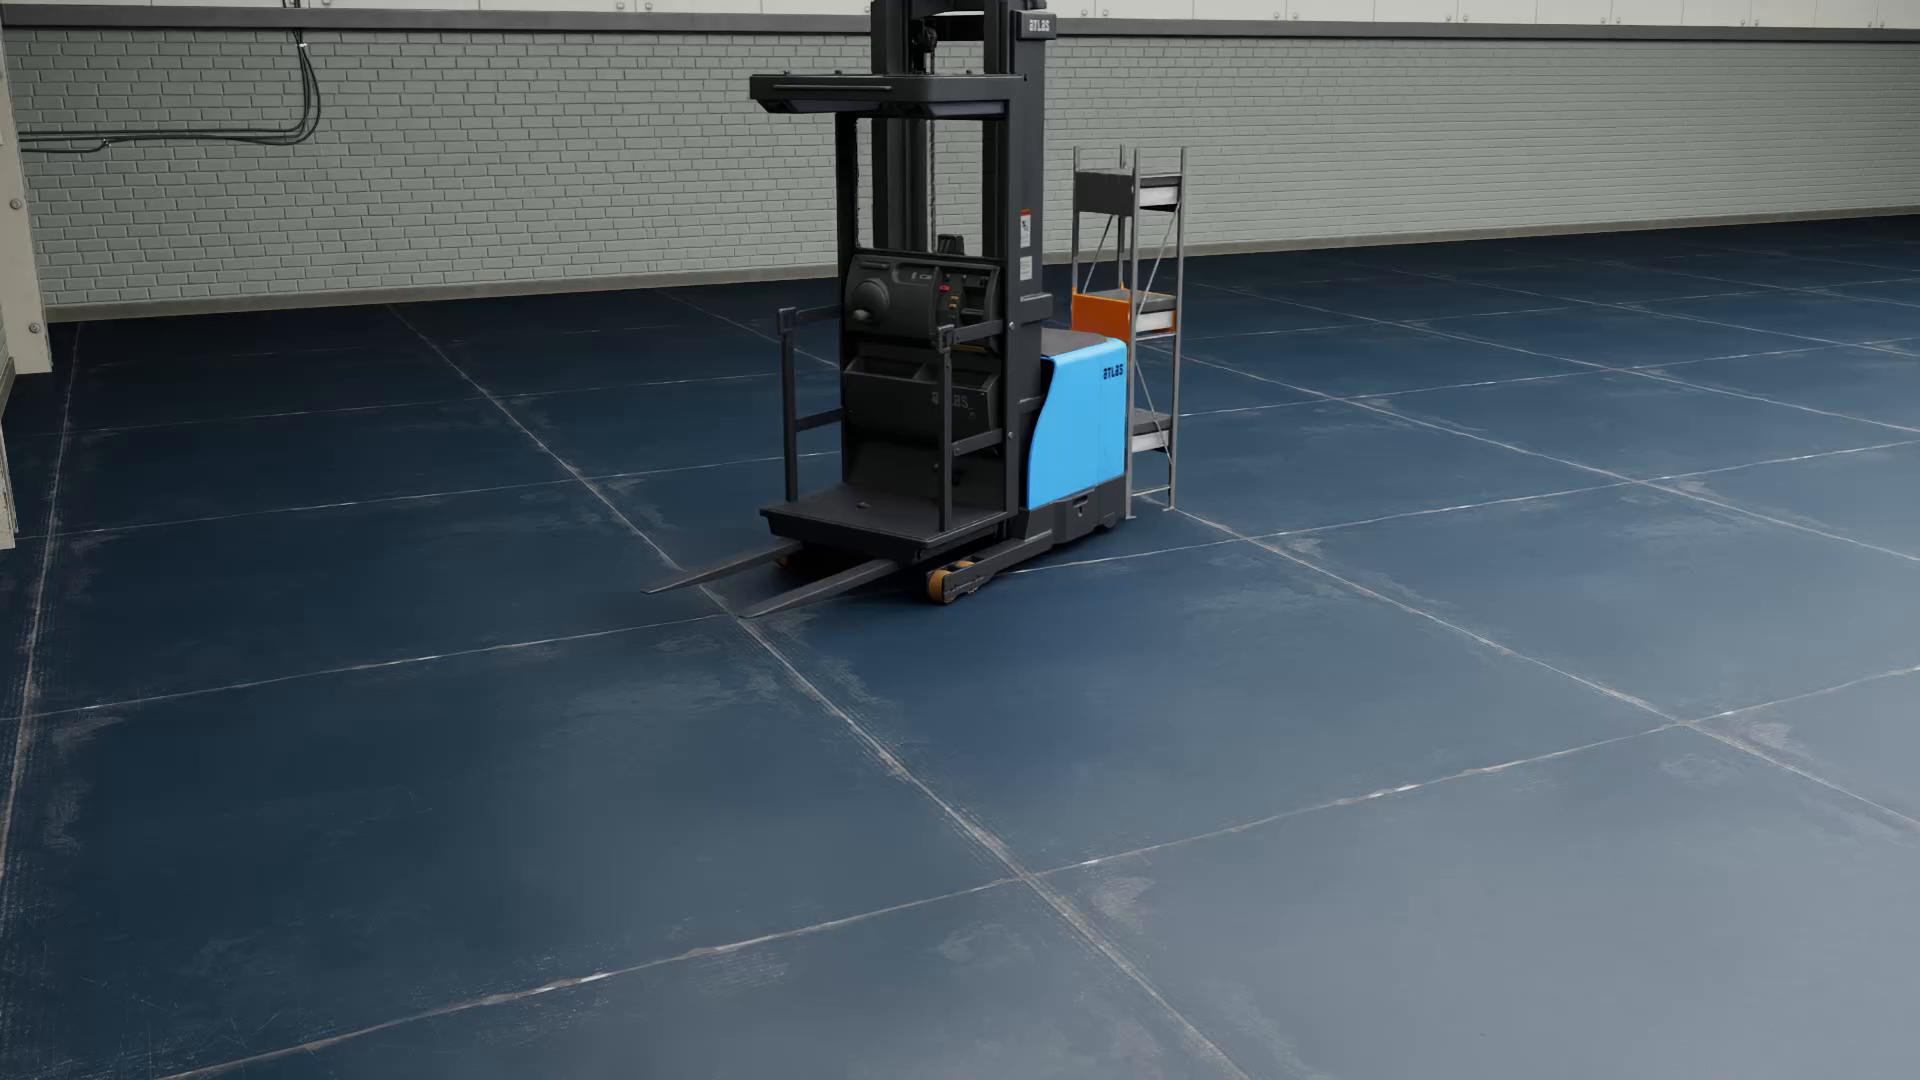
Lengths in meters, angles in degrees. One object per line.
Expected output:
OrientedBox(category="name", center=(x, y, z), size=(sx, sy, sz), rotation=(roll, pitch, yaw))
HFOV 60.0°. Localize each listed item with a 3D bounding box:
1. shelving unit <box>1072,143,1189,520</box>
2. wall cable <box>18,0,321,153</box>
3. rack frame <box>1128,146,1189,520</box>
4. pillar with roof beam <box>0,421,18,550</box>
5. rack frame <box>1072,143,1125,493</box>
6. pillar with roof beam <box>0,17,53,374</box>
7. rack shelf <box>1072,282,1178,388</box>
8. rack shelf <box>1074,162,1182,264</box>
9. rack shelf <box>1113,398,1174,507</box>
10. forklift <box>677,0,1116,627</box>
OrientedBox(category="shelving unit", center=(0.971, -1.214, 9.673), size=(0.431, 2.100, 0.503), rotation=(-14, 21, -40))
OrientedBox(category="wall cable", center=(-8.130, -5.198, 16.680), size=(3.097, 2.526, 0.112), rotation=(-8, 18, -25))
OrientedBox(category="rack frame", center=(1.133, -1.163, 9.497), size=(0.400, 2.100, 0.015), rotation=(-14, 21, -40))
OrientedBox(category="pillar with roof beam", center=(-1.529, -4.833, 9.777), size=(9.100, 9.000, 0.400), rotation=(-8, 18, -25))
OrientedBox(category="rack frame", center=(0.809, -1.264, 9.848), size=(0.400, 2.100, 0.015), rotation=(-14, 21, -40))
OrientedBox(category="pillar with roof beam", center=(-4.158, -6.321, 14.962), size=(9.100, 9.000, 0.400), rotation=(-8, 18, -25))
OrientedBox(category="rack shelf", center=(0.971, -1.200, 9.677), size=(0.431, 0.518, 0.480), rotation=(-14, 21, -40))
OrientedBox(category="rack shelf", center=(0.971, -1.873, 9.483), size=(0.431, 0.518, 0.480), rotation=(-14, 21, -40))
OrientedBox(category="rack shelf", center=(0.971, -0.528, 9.870), size=(0.431, 0.518, 0.480), rotation=(-14, 21, -40))
OrientedBox(category="forklift", center=(-0.255, -1.236, 8.244), size=(1.130, 2.935, 3.031), rotation=(9, 18, 27))
